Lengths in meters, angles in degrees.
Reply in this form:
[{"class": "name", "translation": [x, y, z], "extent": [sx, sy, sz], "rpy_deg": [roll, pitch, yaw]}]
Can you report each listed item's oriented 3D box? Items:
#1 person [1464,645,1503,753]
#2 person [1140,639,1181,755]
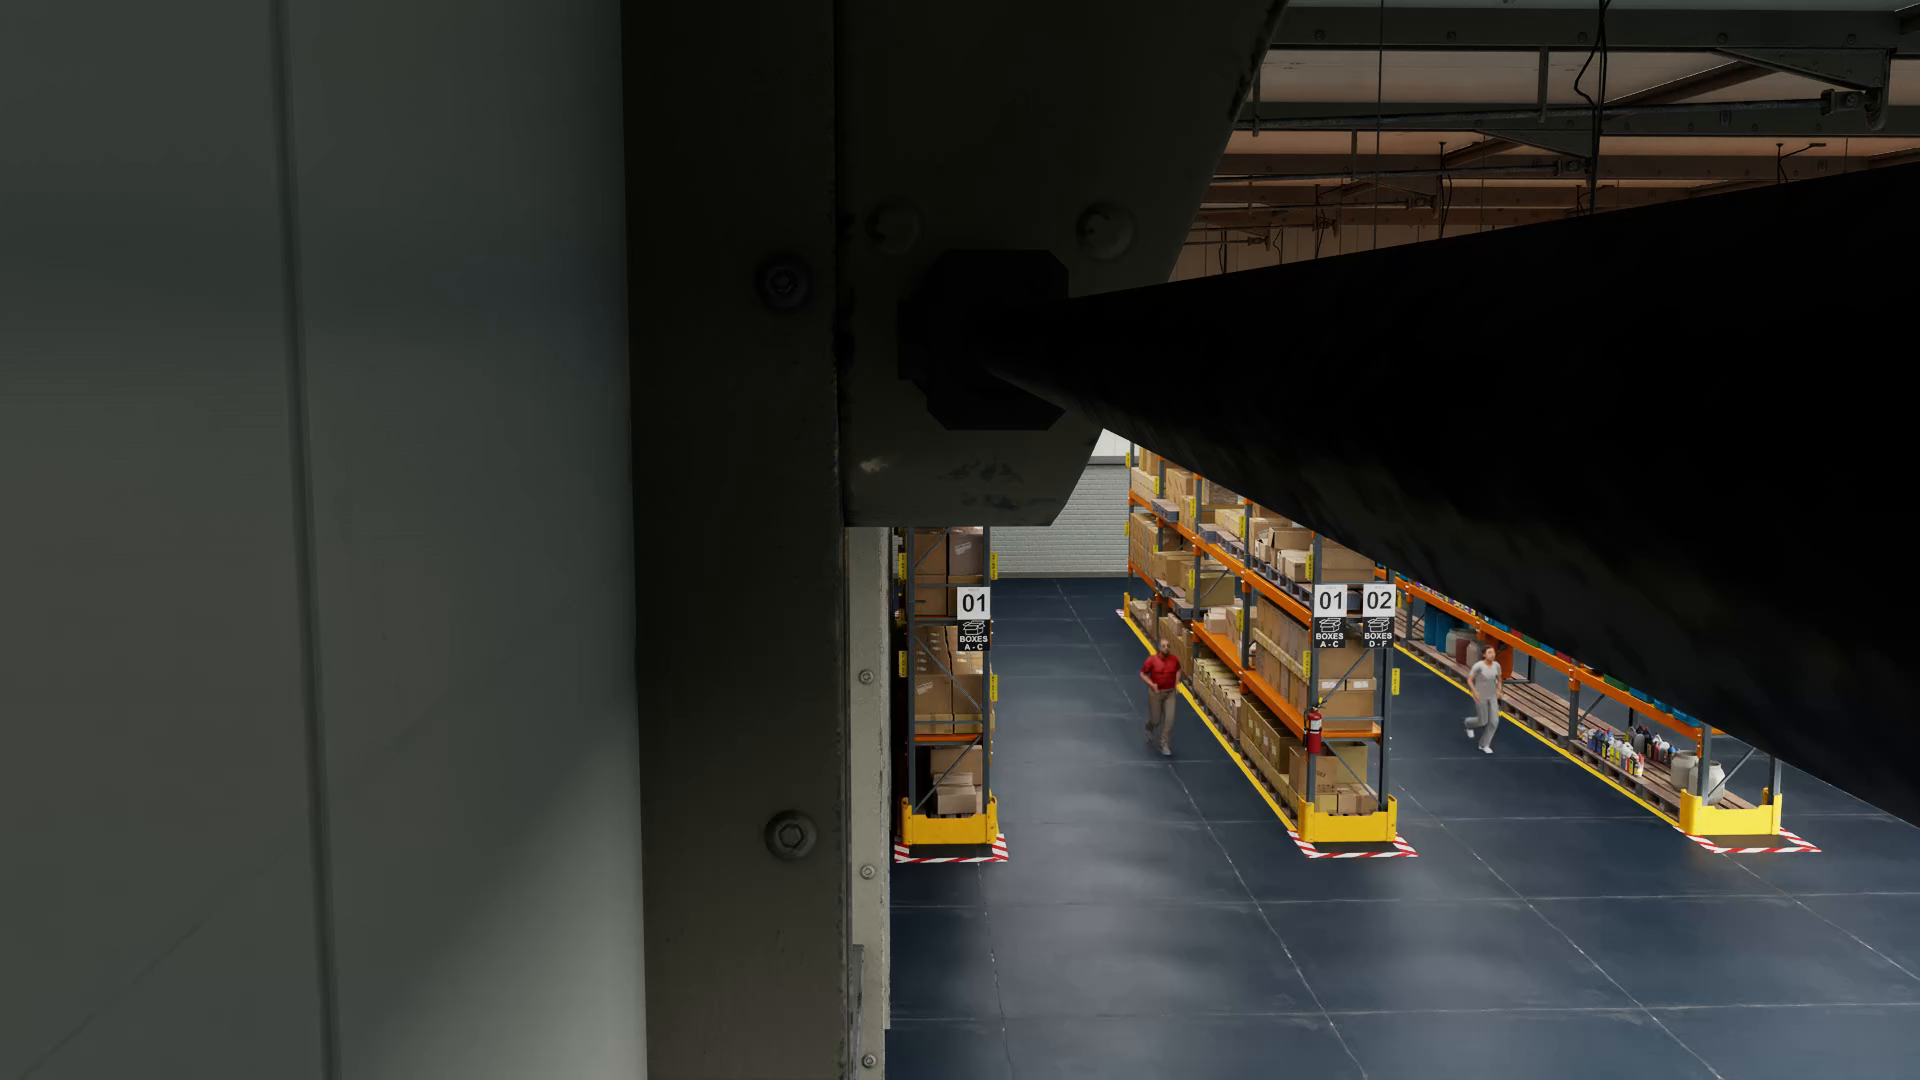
[{"class": "person", "translation": [7.848, 2.348, 24.944], "extent": [0.550, 1.621, 0.622], "rpy_deg": [-1, 7, -11]}, {"class": "person", "translation": [3.019, 2.309, 24.863], "extent": [0.660, 1.699, 0.772], "rpy_deg": [-2, 7, -12]}]
